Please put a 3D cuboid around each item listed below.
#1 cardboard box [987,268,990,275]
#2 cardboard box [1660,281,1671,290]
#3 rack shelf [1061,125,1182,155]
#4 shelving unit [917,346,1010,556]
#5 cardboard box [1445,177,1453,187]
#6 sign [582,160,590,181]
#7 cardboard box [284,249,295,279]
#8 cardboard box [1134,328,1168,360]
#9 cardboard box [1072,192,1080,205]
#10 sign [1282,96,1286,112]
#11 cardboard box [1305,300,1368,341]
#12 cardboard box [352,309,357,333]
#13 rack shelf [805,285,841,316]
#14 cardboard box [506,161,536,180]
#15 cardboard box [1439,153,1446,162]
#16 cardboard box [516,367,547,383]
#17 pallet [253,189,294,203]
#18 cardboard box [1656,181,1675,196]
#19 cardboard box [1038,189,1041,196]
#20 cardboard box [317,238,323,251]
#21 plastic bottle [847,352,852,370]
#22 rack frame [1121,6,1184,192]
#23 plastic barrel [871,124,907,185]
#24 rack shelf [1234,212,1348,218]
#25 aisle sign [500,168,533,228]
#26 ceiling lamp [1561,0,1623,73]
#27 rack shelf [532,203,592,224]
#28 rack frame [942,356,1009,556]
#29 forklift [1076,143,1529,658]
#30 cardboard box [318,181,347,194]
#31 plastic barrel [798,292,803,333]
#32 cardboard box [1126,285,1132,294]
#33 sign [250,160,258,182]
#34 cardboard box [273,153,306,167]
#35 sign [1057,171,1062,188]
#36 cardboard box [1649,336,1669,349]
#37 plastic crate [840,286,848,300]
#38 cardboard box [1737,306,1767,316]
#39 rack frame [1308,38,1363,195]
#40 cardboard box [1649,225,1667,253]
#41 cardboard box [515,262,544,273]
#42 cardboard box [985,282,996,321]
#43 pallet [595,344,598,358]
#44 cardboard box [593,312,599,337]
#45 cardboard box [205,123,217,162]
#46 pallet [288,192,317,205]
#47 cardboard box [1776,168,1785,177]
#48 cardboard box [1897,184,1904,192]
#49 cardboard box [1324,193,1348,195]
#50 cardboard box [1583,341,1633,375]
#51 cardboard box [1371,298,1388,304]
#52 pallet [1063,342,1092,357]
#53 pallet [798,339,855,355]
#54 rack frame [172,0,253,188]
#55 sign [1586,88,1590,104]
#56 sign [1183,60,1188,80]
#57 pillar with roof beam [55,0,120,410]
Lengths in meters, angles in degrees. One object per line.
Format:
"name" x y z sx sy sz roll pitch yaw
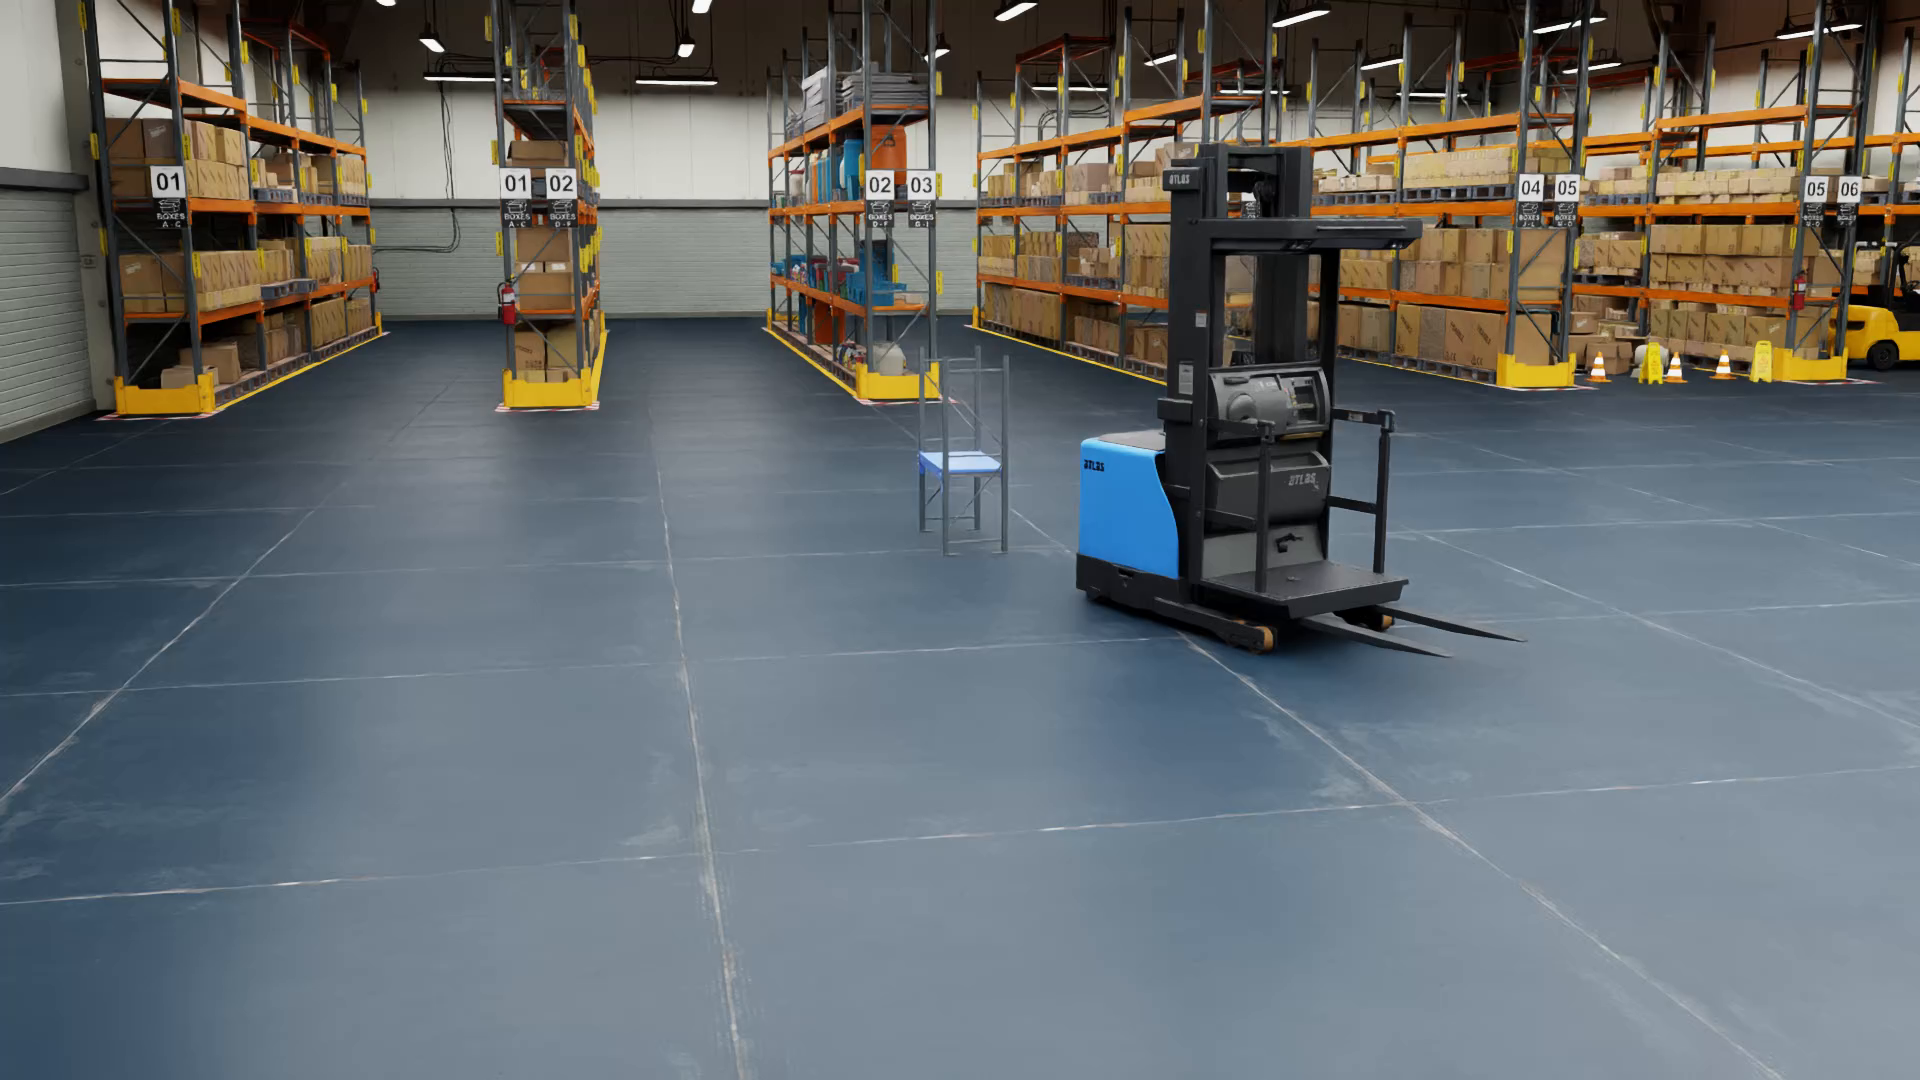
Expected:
"cardboard box" 0.851 -6.253 38.700 0.380 0.149 0.250 -2 11 -12
"cardboard box" 12.806 -4.564 29.826 0.380 0.149 0.250 -2 11 -9
"rack shelf" 2.849 -7.205 29.979 1.077 0.370 4.000 -2 11 -11
"shelving unit" 0.017 -0.721 12.974 0.538 1.500 1.048 -2 11 -11
"cardboard box" 8.157 -5.850 27.171 0.380 0.149 0.250 -2 11 -10
"sign" -5.935 -5.868 26.390 0.100 0.325 0.005 -2 11 -11
"cardboard box" -12.015 -4.814 29.022 0.700 0.500 0.500 -3 11 -18
"cardboard box" 3.277 -3.345 28.309 0.500 0.500 0.500 -2 11 -13
"cardboard box" 2.401 -6.385 31.100 0.500 0.250 0.500 -2 11 -10
"sign" 7.111 -9.575 36.515 0.100 0.325 0.005 -2 11 -11
"cardboard box" 7.375 -4.323 32.780 1.050 0.750 0.750 -2 11 -12
"cardboard box" -13.033 -4.580 34.797 0.700 0.500 0.500 -2 11 -12
"rack shelf" -2.009 -4.274 29.556 1.077 0.370 4.000 -2 11 -11
"cardboard box" -6.184 -5.225 23.505 0.500 0.250 0.500 -2 11 -11
"cardboard box" 8.109 -6.288 27.336 0.380 0.149 0.250 -2 11 -11
"cardboard box" -6.096 -2.291 23.442 0.500 0.250 0.500 -2 11 -11
"pallet" -11.558 -5.589 27.020 1.213 0.211 1.003 -2 11 -11
"cardboard box" 12.776 -6.257 29.631 0.500 0.250 0.500 -2 11 -12
"cardboard box" 1.825 -7.186 34.457 0.380 0.149 0.250 -3 11 -13
"cardboard box" -12.158 -5.491 30.899 0.500 0.250 0.500 -2 11 -11
"plastic bottle" -1.678 -2.799 25.988 0.152 0.276 0.135 -2 11 -13
"rack frame" 3.238 -7.388 27.947 1.000 3.000 0.127 -2 11 -11
"plastic barrel" -1.061 -5.503 23.791 0.600 0.830 0.708 -2 11 -11
"rack shelf" 6.956 -6.824 34.926 1.077 0.370 4.000 -2 11 -11
"aisle sign" -5.977 -4.602 22.402 0.394 0.787 0.004 -2 11 -11
"ceiling lamp" 14.279 -12.031 36.728 0.800 3.185 2.000 -2 11 -11
"rack shelf" -6.869 -5.569 28.333 1.077 0.370 4.000 -2 11 -11
"rack frame" 0.115 -0.628 12.484 0.500 1.500 0.032 -2 11 -11
"forklift" 2.011 -0.875 9.953 1.130 2.935 3.031 -7 13 -33
"cardboard box" -12.770 -7.160 33.779 0.500 0.250 0.500 -2 11 -11
"plastic barrel" -3.087 -4.803 34.900 0.600 0.901 0.708 -2 11 -11
"cardboard box" 3.021 -4.221 28.023 0.380 0.149 0.250 -2 11 -11
"sign" -10.807 -5.649 25.451 0.100 0.325 0.005 -2 11 -11
"cardboard box" -12.729 -7.208 31.574 0.500 0.250 0.500 -2 11 -13
"sign" 1.914 -6.923 31.928 0.100 0.325 0.005 -2 11 -11
"cardboard box" 12.809 -3.539 29.999 0.500 0.250 0.500 -3 11 -14
"plastic crate" -1.633 -3.898 26.219 0.450 0.188 0.662 -2 11 -11
"cardboard box" 13.188 -3.813 27.697 0.380 0.149 0.250 -2 11 -9
"rack frame" 7.345 -8.284 32.652 1.000 3.000 0.127 -2 11 -11
"cardboard box" 12.832 -5.399 29.805 0.700 0.500 0.500 -2 11 -12
"cardboard box" -5.963 -3.779 23.026 0.380 0.149 0.250 -2 11 -12
"cardboard box" 1.107 -5.690 39.629 0.875 0.875 0.875 -2 11 -11
"pallet" -7.366 -3.584 31.460 1.003 0.211 1.213 -2 11 -11
"cardboard box" -7.473 -4.274 33.138 0.500 0.500 0.500 -2 11 -10
"cardboard box" -10.555 -5.458 22.831 0.500 0.500 0.500 -2 11 -9
"pallet" -12.293 -6.131 29.870 1.213 0.211 1.003 -2 11 -8
"cardboard box" 13.369 -5.910 26.741 0.380 0.149 0.250 -2 11 -10
"cardboard box" 17.855 -6.751 31.903 0.380 0.149 0.250 -2 11 -11
"cardboard box" 7.495 -6.974 33.524 0.500 0.500 0.500 -2 11 -11
"cardboard box" 10.912 -3.072 27.989 0.637 0.503 0.797 9 14 38
"cardboard box" 10.852 -5.833 41.548 0.875 0.438 0.875 -3 11 -13
"pallet" 2.611 -3.662 31.870 1.003 0.211 1.213 -2 11 -11
"pallet" -2.592 -3.768 32.428 1.003 0.211 1.213 -2 11 -11
"rack frame" -11.338 -6.848 25.108 1.000 3.000 0.127 -2 11 -11
"sign" 12.711 -9.002 33.713 0.100 0.325 0.005 -2 11 -11
"sign" 3.774 -7.902 27.938 0.100 0.325 0.005 -2 11 -11
"pillar with roof beam" -7.322 -6.368 22.585 9.100 9.000 0.400 -2 11 -11
